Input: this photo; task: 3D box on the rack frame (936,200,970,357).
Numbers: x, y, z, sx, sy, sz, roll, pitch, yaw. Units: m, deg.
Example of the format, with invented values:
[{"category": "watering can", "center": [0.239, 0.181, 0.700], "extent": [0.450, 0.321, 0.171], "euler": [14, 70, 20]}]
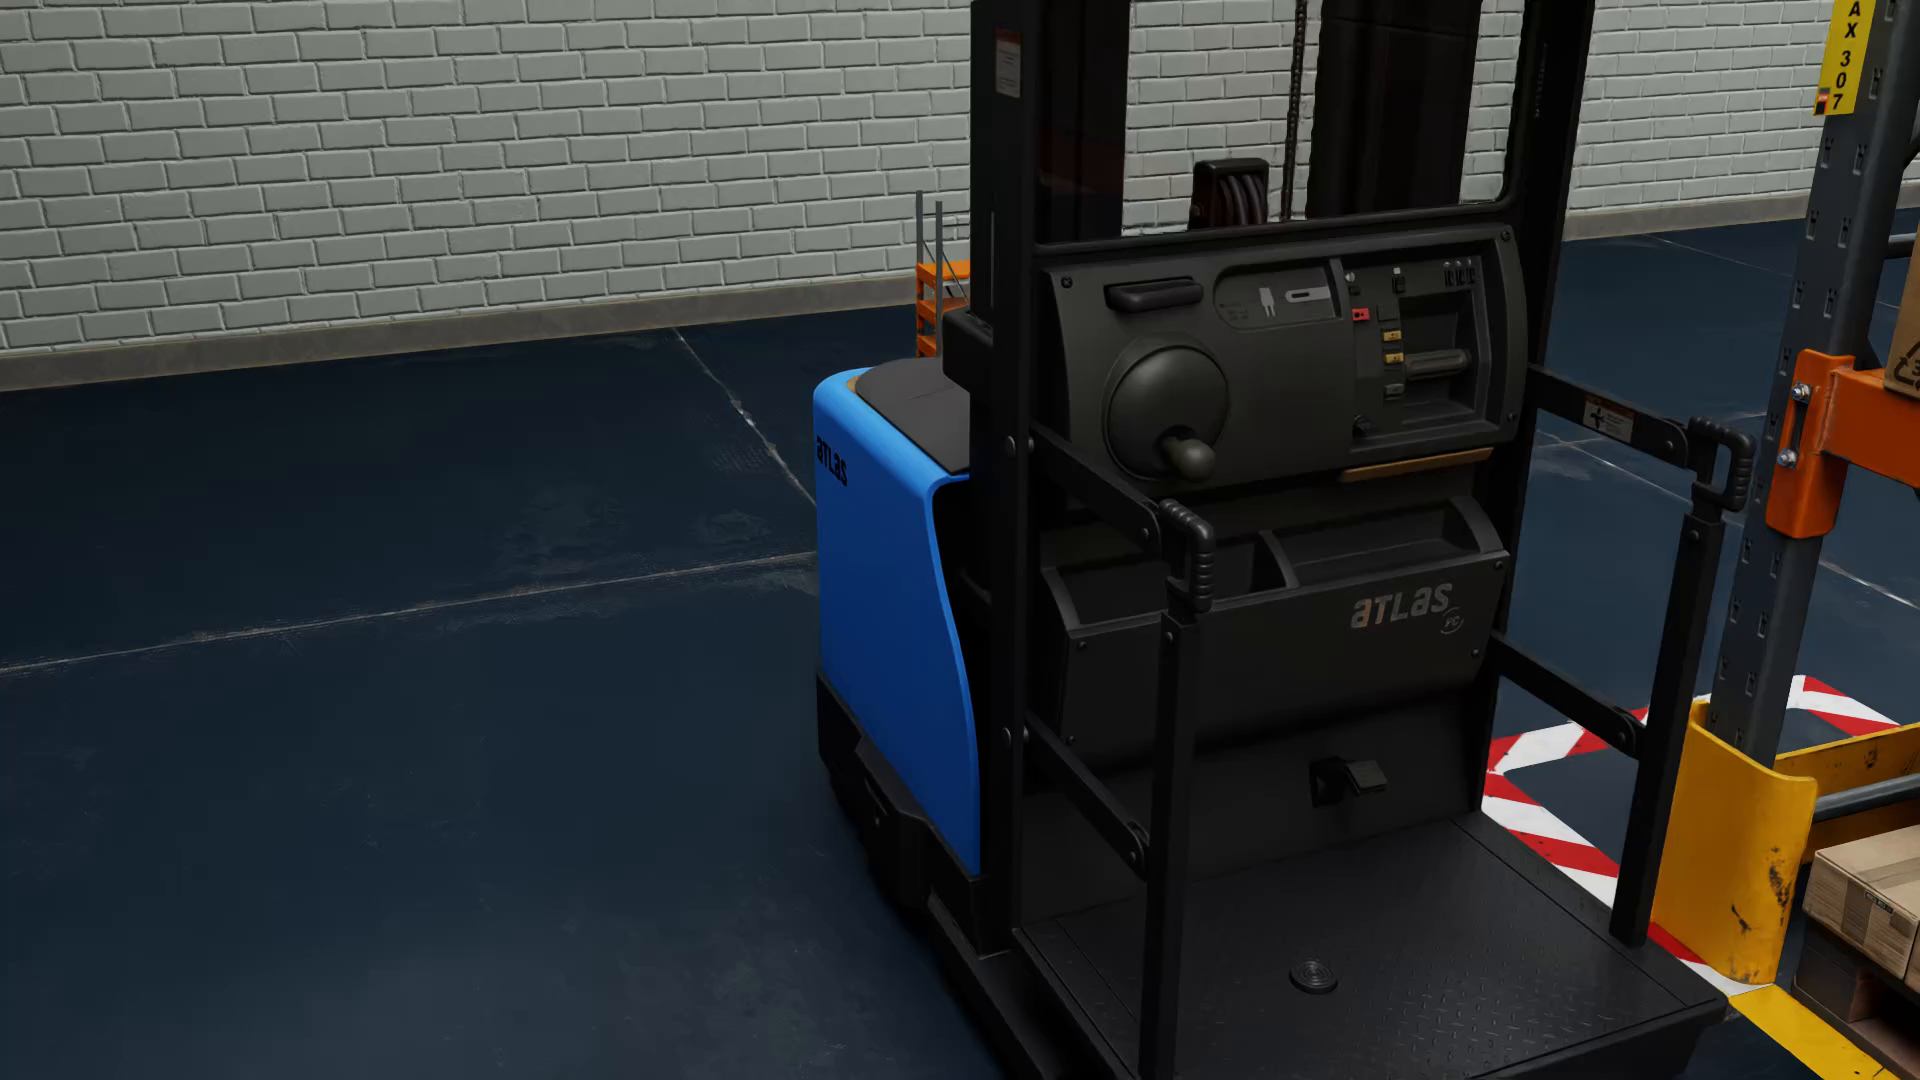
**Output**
[{"category": "rack frame", "center": [0.037, -0.514, 5.426], "extent": [0.240, 1.200, 0.006], "euler": [-8, 24, -19]}]

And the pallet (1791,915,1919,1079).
[{"category": "pallet", "center": [2.414, 0.999, 3.109], "extent": [1.003, 0.211, 1.213], "euler": [-8, 24, -19]}]

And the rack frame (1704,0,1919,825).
[{"category": "rack frame", "center": [2.105, -0.603, 3.319], "extent": [1.000, 3.000, 0.127], "euler": [-8, 24, -19]}]

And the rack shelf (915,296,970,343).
[{"category": "rack shelf", "center": [0.005, -0.728, 5.429], "extent": [0.258, 0.103, 0.180], "euler": [-8, 24, -19]}]

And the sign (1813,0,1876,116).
[{"category": "sign", "center": [1.597, -0.928, 2.975], "extent": [0.100, 0.325, 0.005], "euler": [-8, 24, -19]}]

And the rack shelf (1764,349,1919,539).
[{"category": "rack shelf", "center": [2.811, 0.455, 1.735], "extent": [1.077, 0.370, 4.000], "euler": [-8, 24, -19]}]

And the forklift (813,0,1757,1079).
[{"category": "forklift", "center": [0.672, -0.302, 2.692], "extent": [1.130, 2.935, 3.031], "euler": [-9, 25, -21]}]

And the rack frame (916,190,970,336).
[{"category": "rack frame", "center": [-0.027, -0.581, 5.583], "extent": [0.240, 1.200, 0.006], "euler": [-8, 24, -19]}]

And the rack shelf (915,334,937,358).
[{"category": "rack shelf", "center": [0.005, -0.617, 5.475], "extent": [0.258, 0.103, 0.180], "euler": [-8, 24, -19]}]

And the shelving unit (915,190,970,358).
[{"category": "shelving unit", "center": [0.005, -0.548, 5.504], "extent": [0.258, 1.200, 0.189], "euler": [-8, 24, -19]}]

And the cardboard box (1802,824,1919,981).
[{"category": "cardboard box", "center": [1.931, 0.707, 3.315], "extent": [0.380, 0.149, 0.250], "euler": [-8, 24, -19]}]

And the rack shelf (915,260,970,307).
[{"category": "rack shelf", "center": [0.005, -0.838, 5.382], "extent": [0.258, 0.103, 0.180], "euler": [-8, 24, -19]}]

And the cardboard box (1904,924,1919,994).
[{"category": "cardboard box", "center": [2.020, 0.790, 3.096], "extent": [0.380, 0.166, 0.250], "euler": [-8, 24, -19]}]

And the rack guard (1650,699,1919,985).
[{"category": "rack guard", "center": [2.132, 0.576, 3.739], "extent": [1.175, 0.500, 0.348], "euler": [-8, 24, -19]}]

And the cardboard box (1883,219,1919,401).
[{"category": "cardboard box", "center": [2.015, -0.452, 2.832], "extent": [0.500, 0.500, 0.500], "euler": [-8, 24, -18]}]
